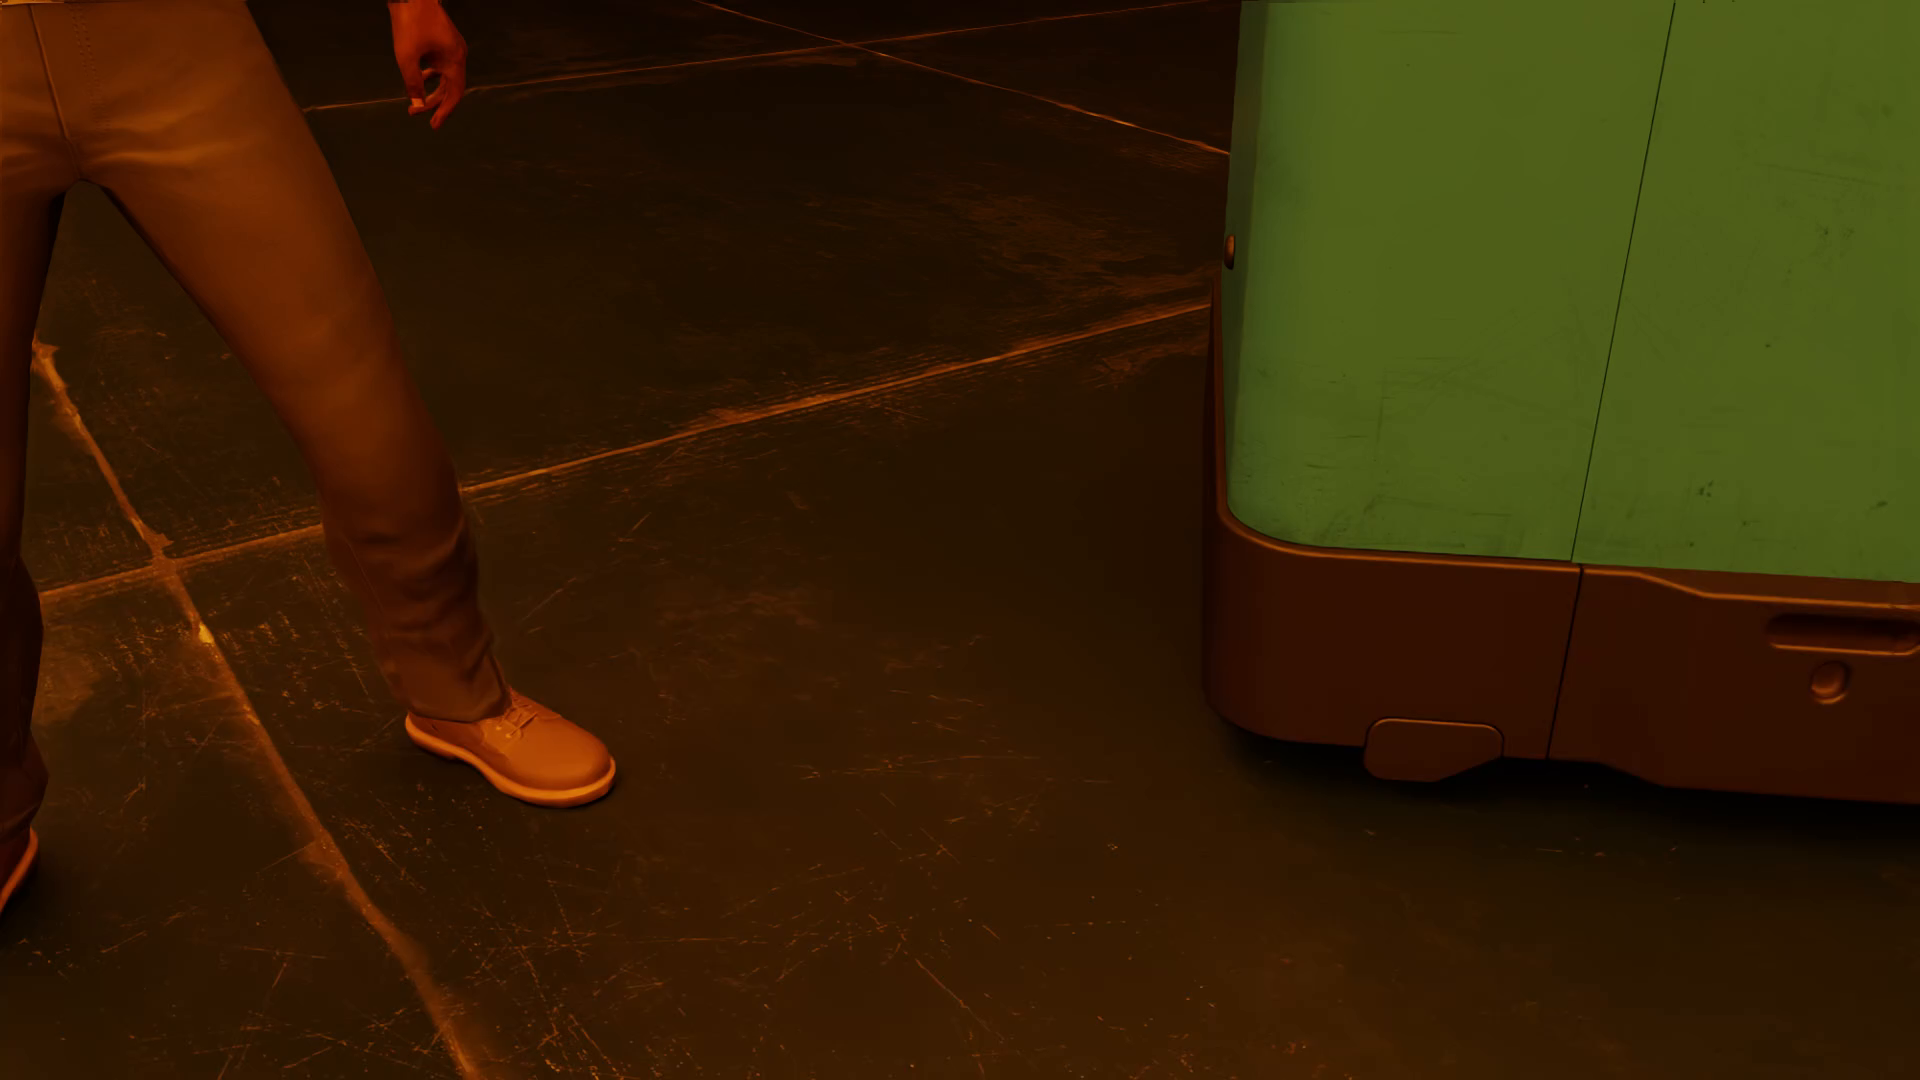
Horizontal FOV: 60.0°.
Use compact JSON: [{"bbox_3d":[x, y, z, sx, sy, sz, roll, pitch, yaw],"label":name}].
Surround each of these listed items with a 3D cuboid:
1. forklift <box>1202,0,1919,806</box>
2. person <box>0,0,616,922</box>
[{"bbox_3d":[1.847,-1.167,1.557,3.031,2.935,1.130,3,27,7],"label":"forklift"},{"bbox_3d":[-0.789,-0.359,1.442,0.838,1.609,0.345,-15,30,-28],"label":"person"}]
